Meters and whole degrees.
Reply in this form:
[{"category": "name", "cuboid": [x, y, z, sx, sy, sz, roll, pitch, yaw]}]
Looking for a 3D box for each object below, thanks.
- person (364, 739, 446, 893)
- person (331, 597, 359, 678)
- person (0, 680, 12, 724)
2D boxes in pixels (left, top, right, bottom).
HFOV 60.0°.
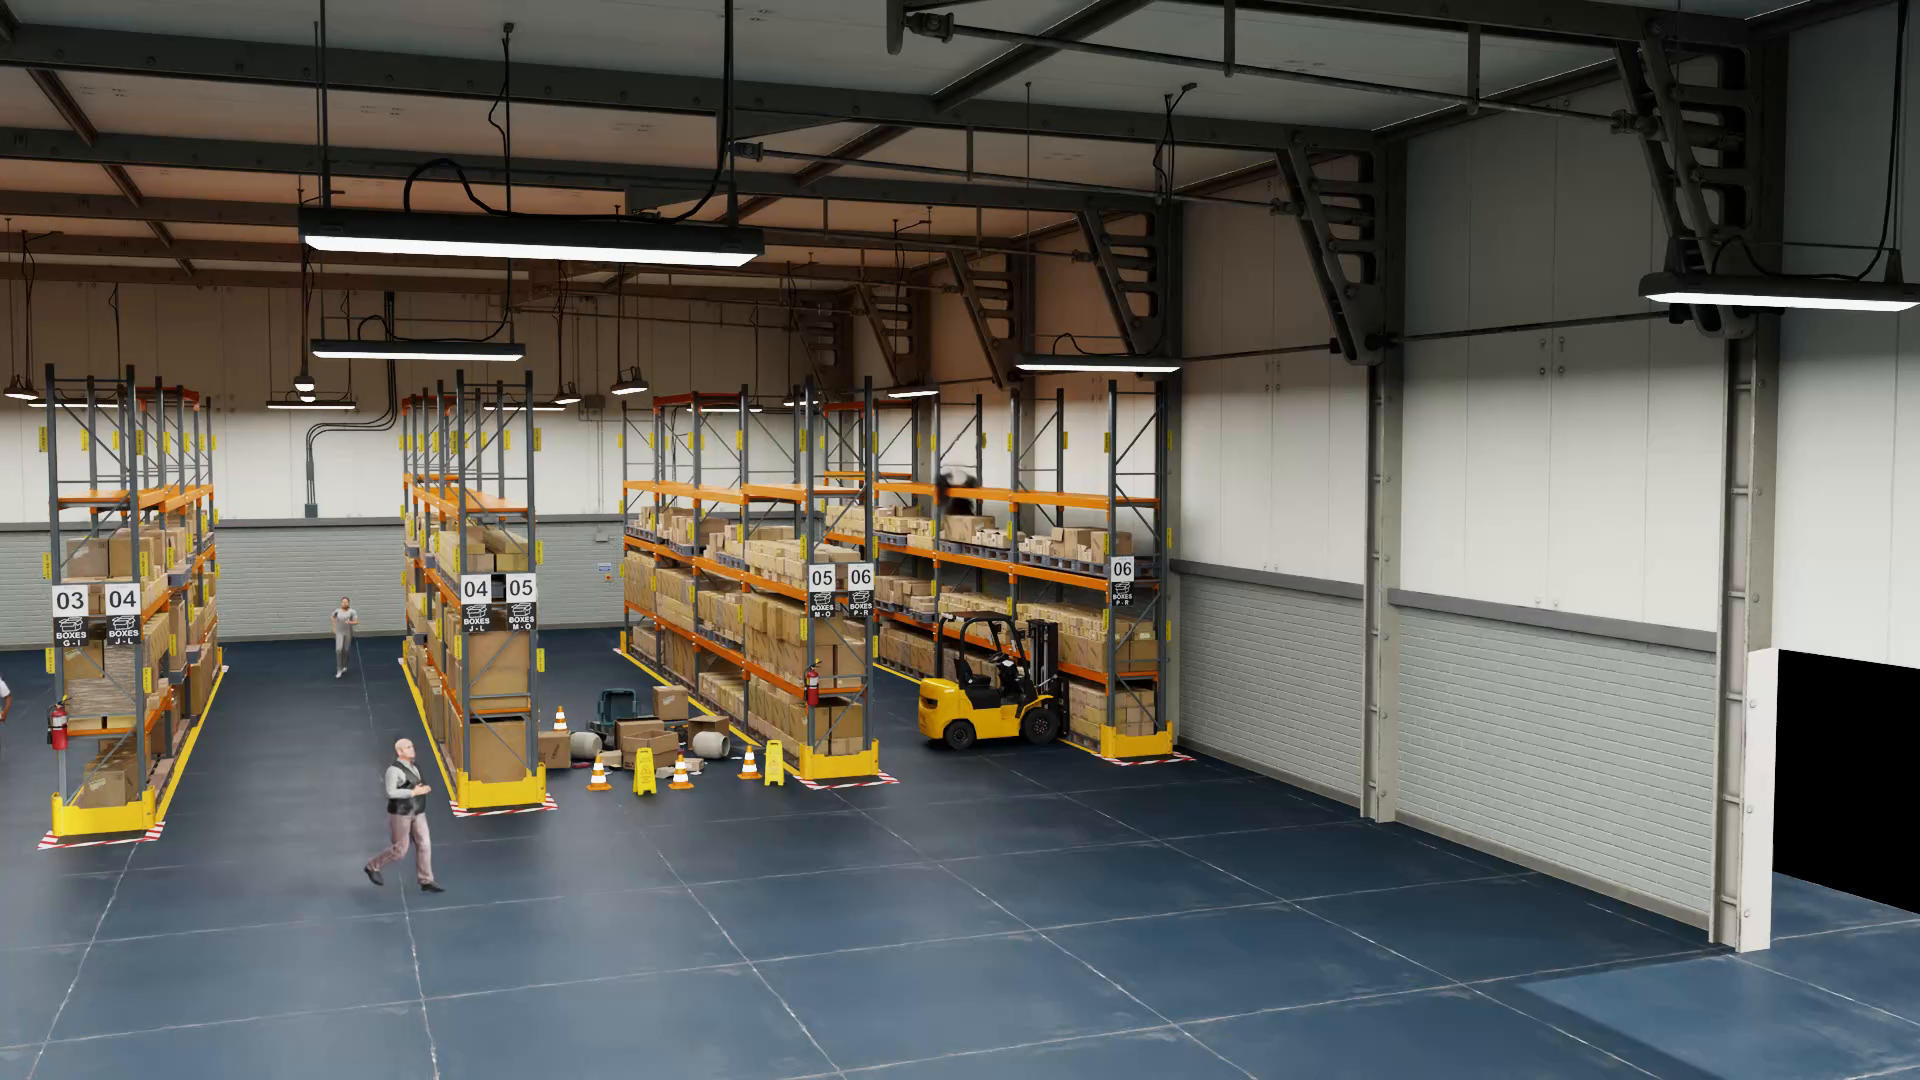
[{"category": "person", "cuboid": [-6.152, 3.047, 18.460, 0.955, 1.698, 0.673, 1, 3, 17]}, {"category": "person", "cuboid": [-13.229, 2.121, 35.785, 0.559, 1.620, 0.828, -1, 4, -19]}, {"category": "person", "cuboid": [-14.627, 2.680, 24.946, 0.692, 1.724, 0.544, -1, 4, -24]}]
